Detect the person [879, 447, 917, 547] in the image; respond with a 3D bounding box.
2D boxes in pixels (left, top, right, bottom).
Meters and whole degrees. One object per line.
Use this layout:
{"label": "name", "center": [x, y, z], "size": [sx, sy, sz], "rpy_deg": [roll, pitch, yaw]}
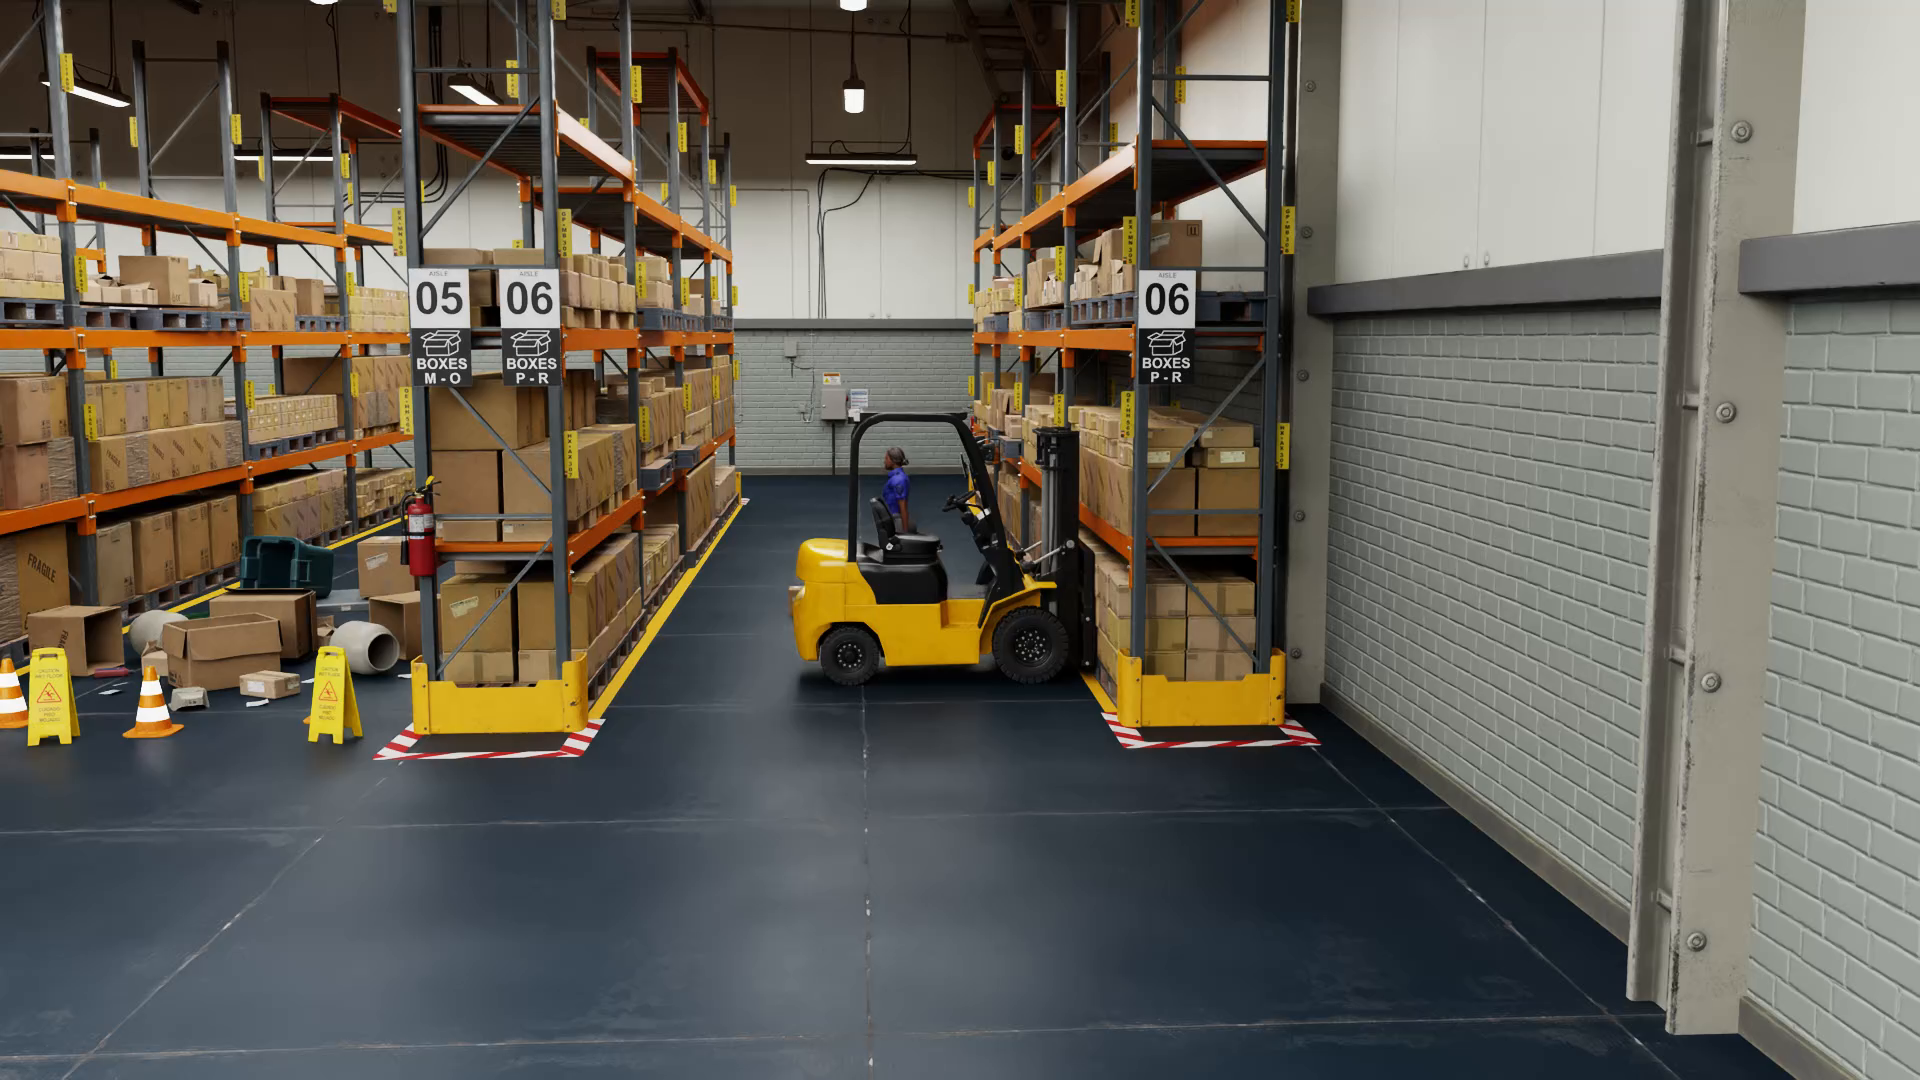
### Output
{"label": "person", "center": [-0.594, -0.073, 16.417], "size": [0.530, 1.694, 0.465], "rpy_deg": [1, 7, 10]}
